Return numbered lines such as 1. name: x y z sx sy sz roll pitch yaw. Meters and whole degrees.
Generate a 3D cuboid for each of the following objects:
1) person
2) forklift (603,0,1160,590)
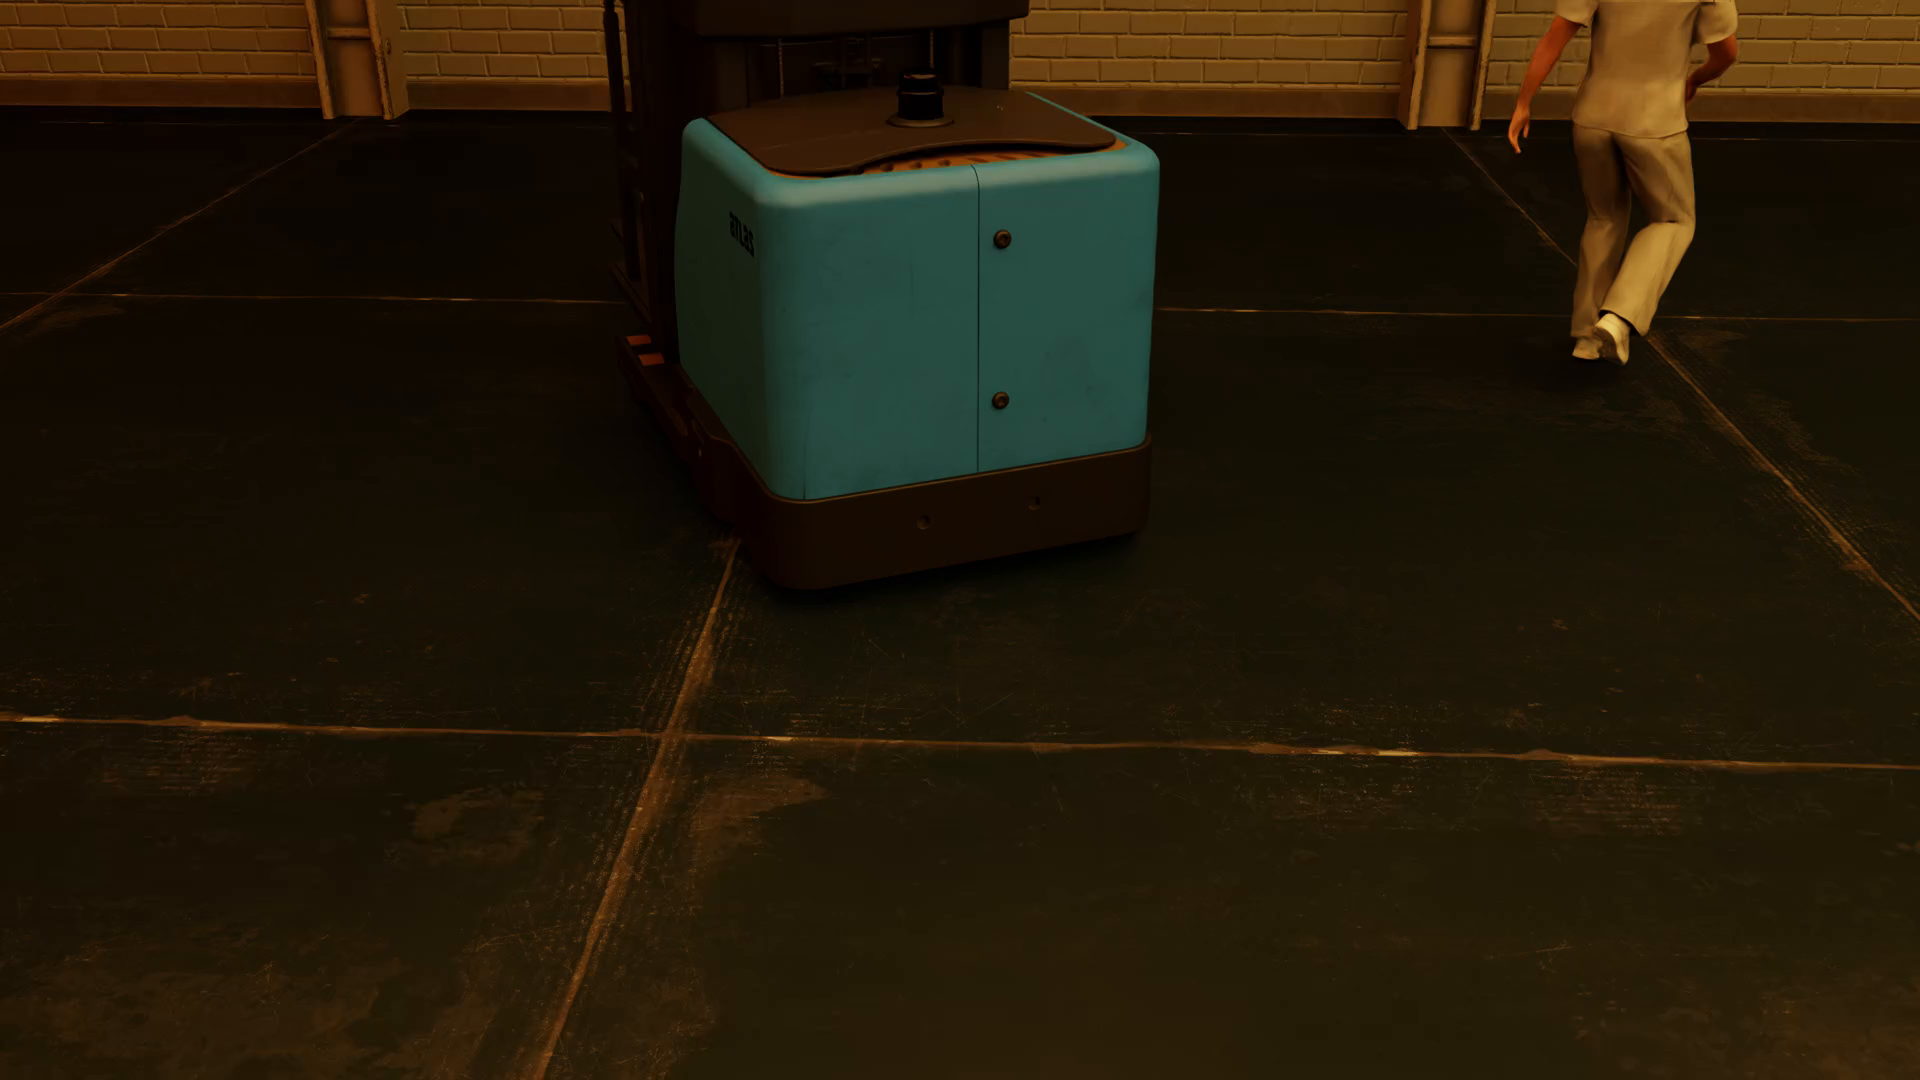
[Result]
1. person: 2.160 -1.361 5.450 0.616 1.630 0.557 21 33 36
2. forklift: -0.509 -1.819 4.896 1.130 2.935 3.031 -10 28 -19
